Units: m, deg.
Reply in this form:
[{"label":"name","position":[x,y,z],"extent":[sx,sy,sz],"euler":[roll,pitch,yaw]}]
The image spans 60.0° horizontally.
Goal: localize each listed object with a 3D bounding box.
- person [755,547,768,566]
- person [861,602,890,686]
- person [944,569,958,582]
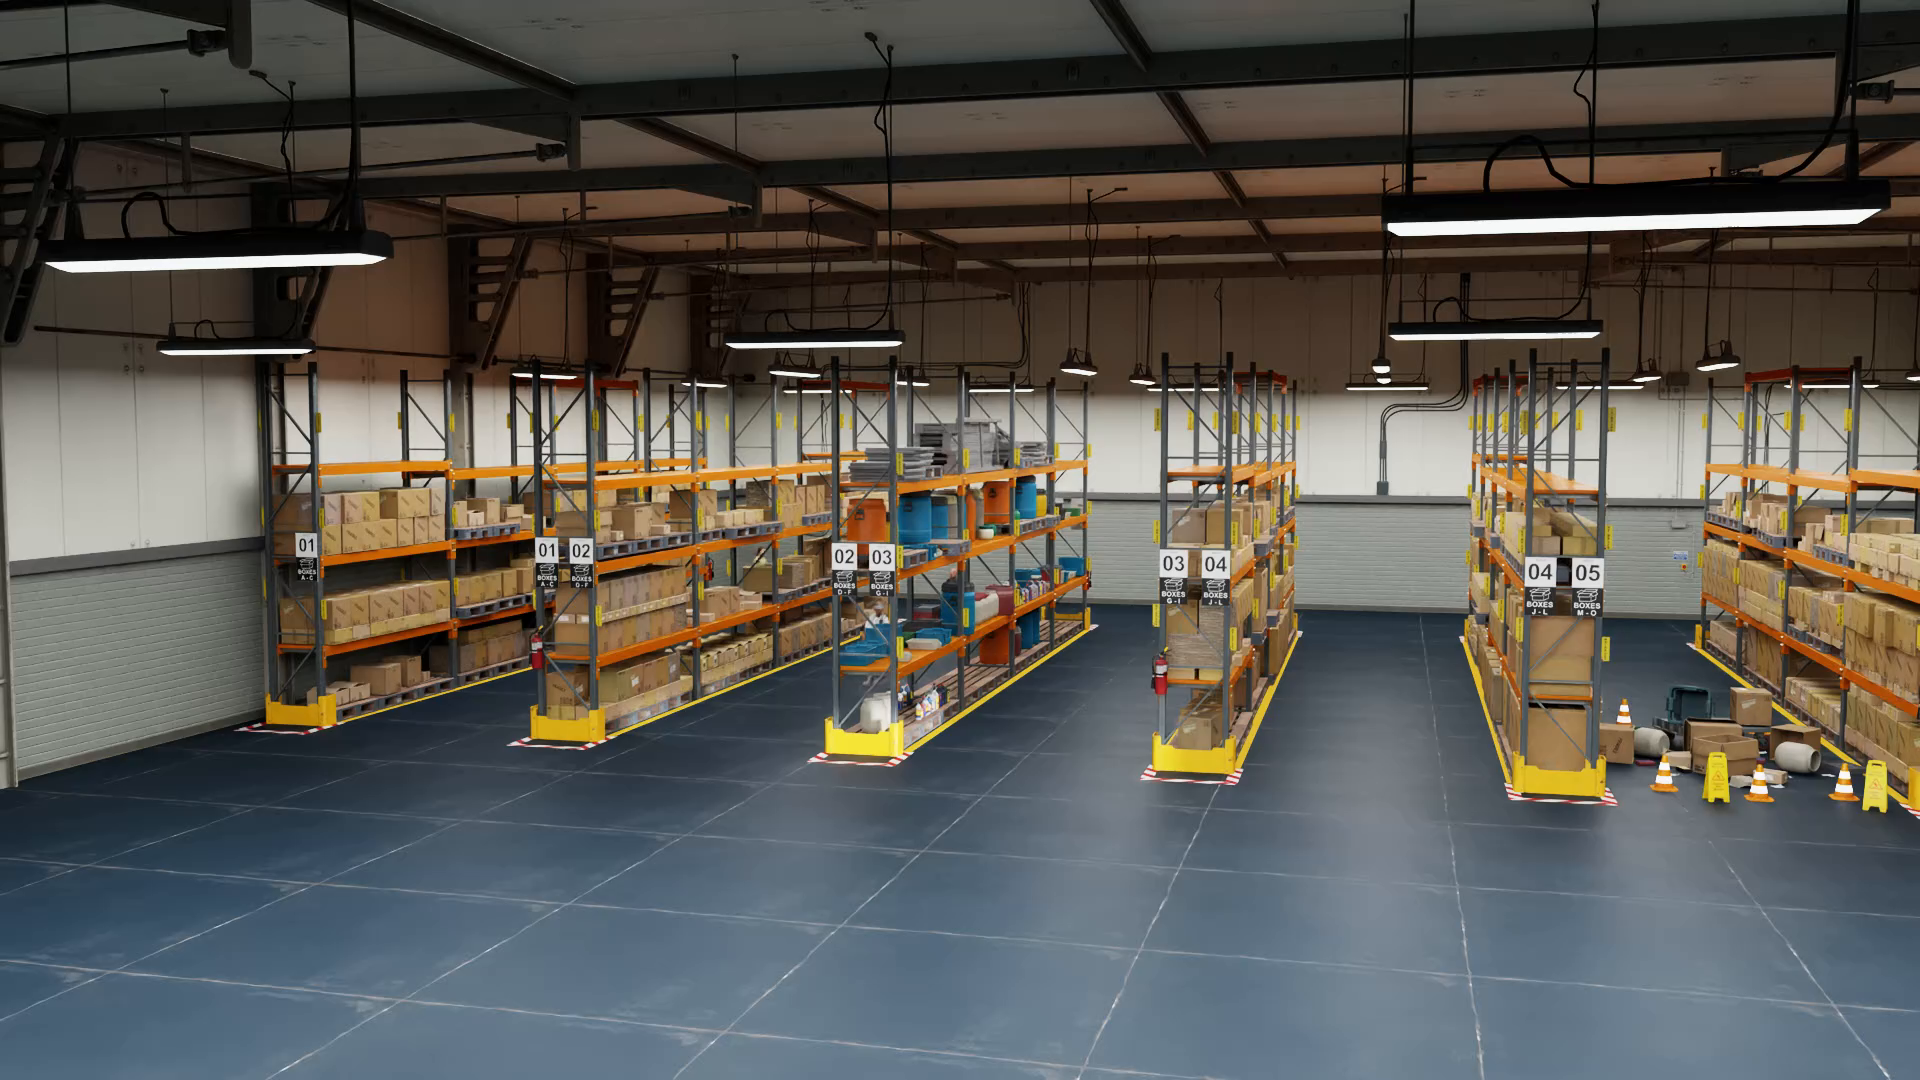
[{"label":"person","position":[-5.318,1.011,44.681],"extent":[0.422,1.669,0.476],"euler":[1,4,15]},{"label":"person","position":[-1.509,1.877,29.977],"extent":[0.528,1.555,0.958],"euler":[1,4,16]},{"label":"person","position":[-0.166,1.491,37.697],"extent":[0.600,1.678,1.004],"euler":[2,4,23]}]
